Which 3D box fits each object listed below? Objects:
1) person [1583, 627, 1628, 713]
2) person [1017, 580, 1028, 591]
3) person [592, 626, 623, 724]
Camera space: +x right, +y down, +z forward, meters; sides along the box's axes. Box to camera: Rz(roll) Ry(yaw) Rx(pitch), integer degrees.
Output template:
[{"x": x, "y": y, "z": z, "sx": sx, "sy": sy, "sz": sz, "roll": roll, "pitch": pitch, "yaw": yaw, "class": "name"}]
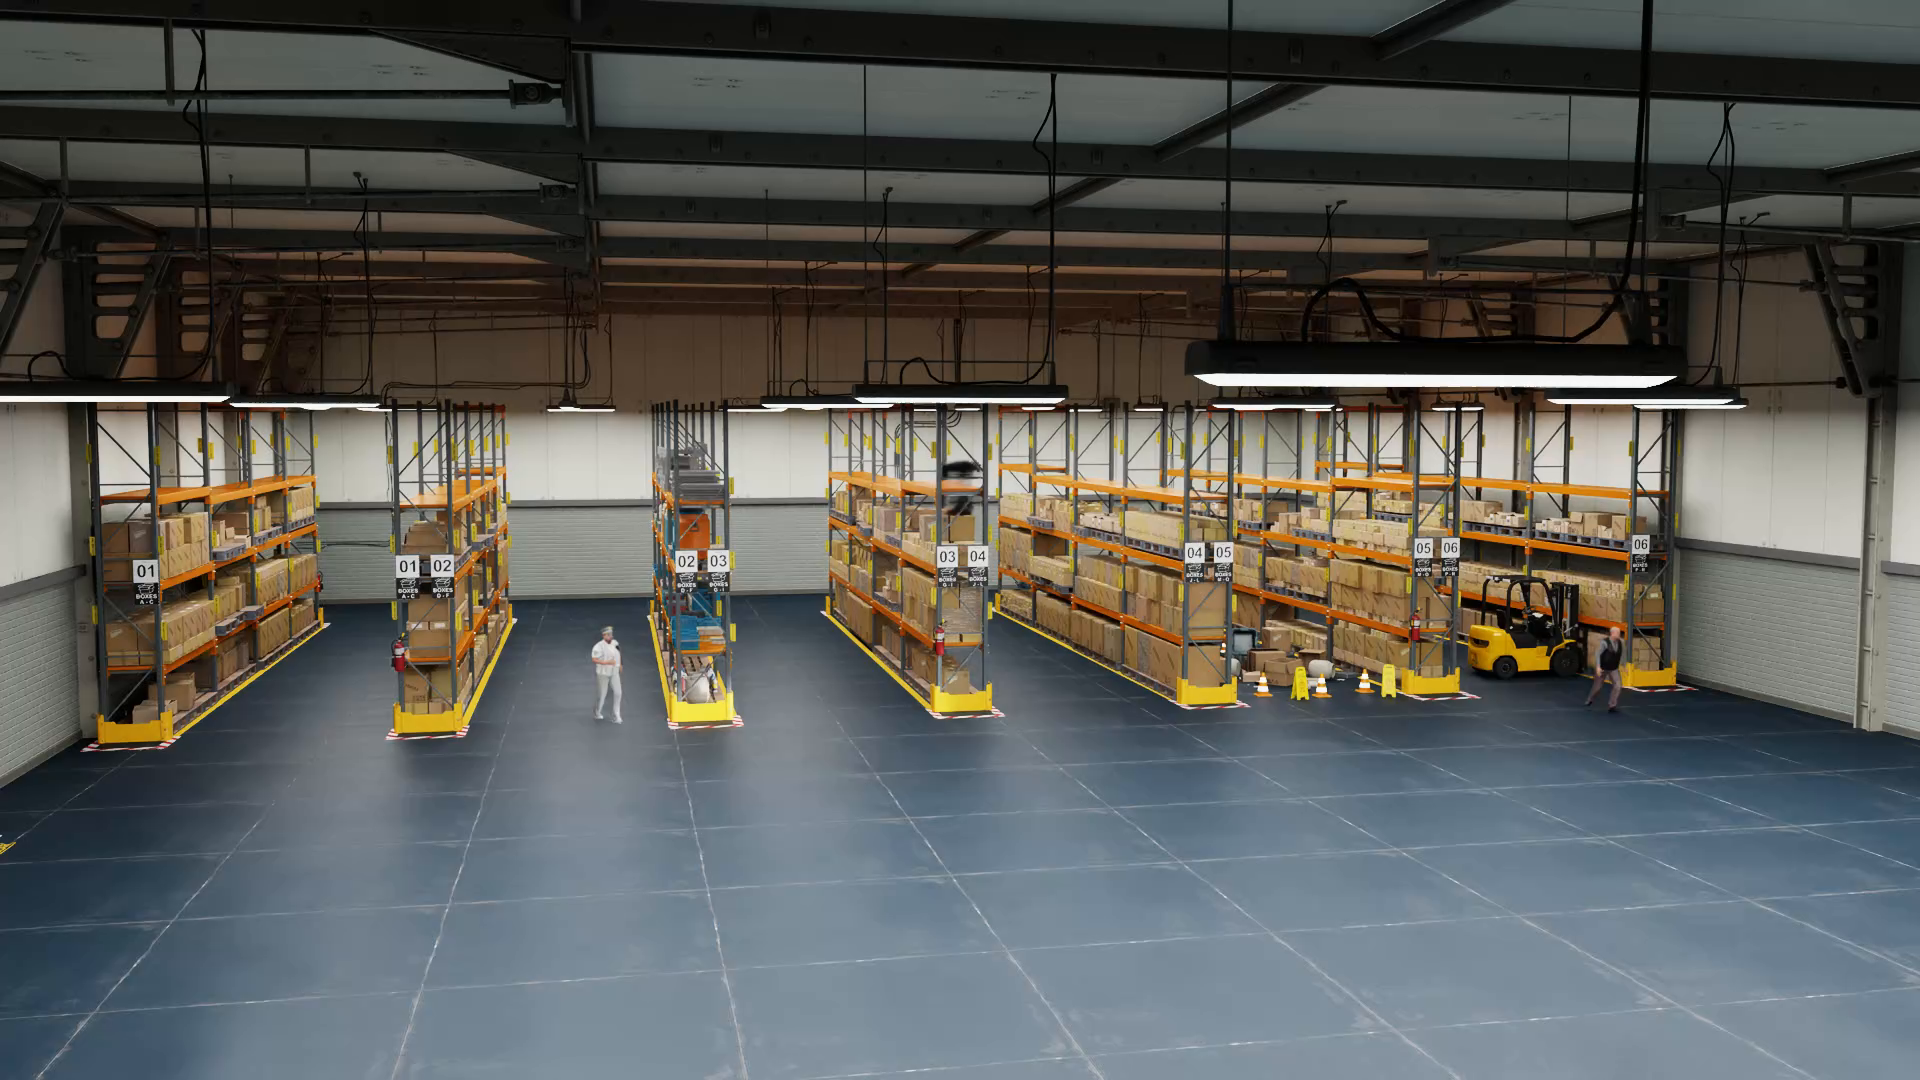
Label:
[{"x": 12.525, "y": 2.477, "z": 32.218, "sx": 0.703, "sy": 1.657, "sz": 0.824, "roll": -1, "pitch": 4, "yaw": -14, "class": "person"}, {"x": 1.959, "y": 1.139, "z": 50.524, "sx": 0.623, "sy": 1.569, "sz": 0.542, "roll": -2, "pitch": 5, "yaw": -26, "class": "person"}, {"x": -6.558, "y": 2.529, "z": 30.955, "sx": 0.661, "sy": 1.874, "sz": 0.788, "roll": -3, "pitch": 5, "yaw": -38, "class": "person"}]
